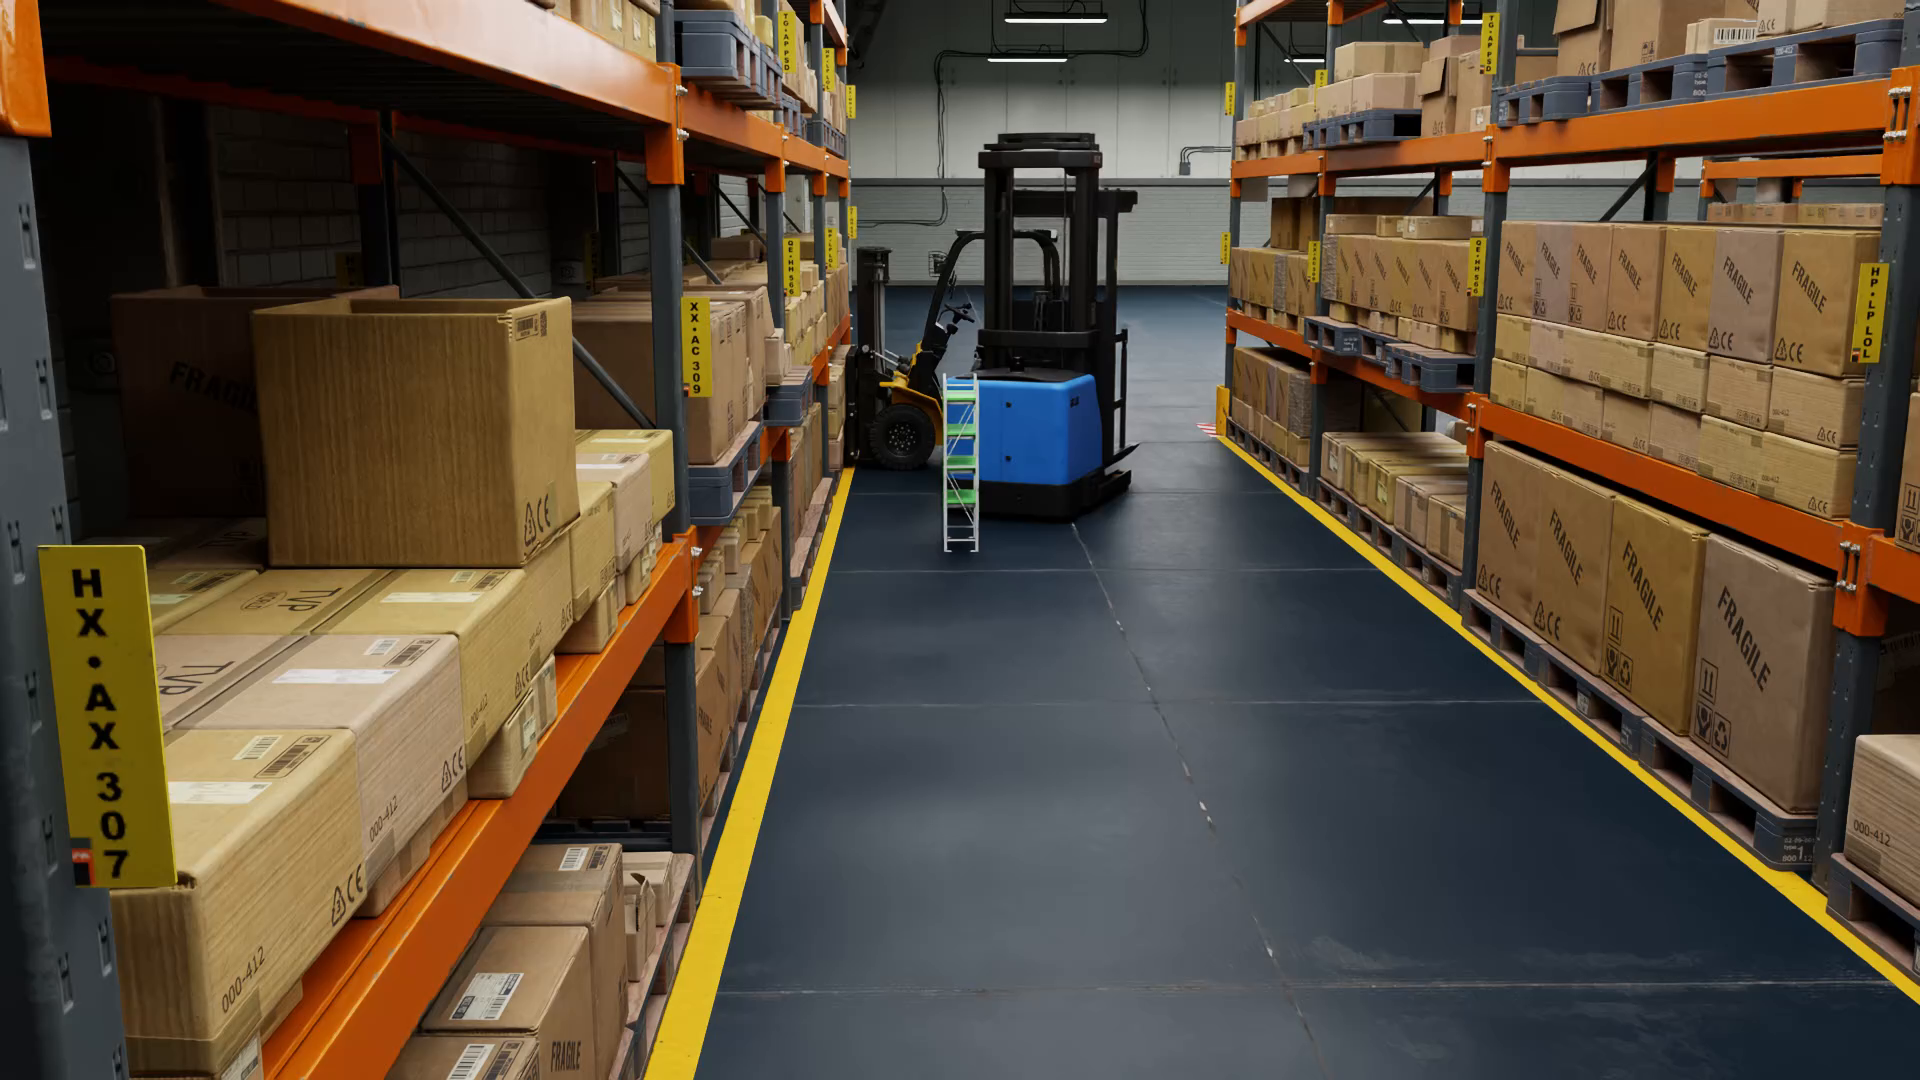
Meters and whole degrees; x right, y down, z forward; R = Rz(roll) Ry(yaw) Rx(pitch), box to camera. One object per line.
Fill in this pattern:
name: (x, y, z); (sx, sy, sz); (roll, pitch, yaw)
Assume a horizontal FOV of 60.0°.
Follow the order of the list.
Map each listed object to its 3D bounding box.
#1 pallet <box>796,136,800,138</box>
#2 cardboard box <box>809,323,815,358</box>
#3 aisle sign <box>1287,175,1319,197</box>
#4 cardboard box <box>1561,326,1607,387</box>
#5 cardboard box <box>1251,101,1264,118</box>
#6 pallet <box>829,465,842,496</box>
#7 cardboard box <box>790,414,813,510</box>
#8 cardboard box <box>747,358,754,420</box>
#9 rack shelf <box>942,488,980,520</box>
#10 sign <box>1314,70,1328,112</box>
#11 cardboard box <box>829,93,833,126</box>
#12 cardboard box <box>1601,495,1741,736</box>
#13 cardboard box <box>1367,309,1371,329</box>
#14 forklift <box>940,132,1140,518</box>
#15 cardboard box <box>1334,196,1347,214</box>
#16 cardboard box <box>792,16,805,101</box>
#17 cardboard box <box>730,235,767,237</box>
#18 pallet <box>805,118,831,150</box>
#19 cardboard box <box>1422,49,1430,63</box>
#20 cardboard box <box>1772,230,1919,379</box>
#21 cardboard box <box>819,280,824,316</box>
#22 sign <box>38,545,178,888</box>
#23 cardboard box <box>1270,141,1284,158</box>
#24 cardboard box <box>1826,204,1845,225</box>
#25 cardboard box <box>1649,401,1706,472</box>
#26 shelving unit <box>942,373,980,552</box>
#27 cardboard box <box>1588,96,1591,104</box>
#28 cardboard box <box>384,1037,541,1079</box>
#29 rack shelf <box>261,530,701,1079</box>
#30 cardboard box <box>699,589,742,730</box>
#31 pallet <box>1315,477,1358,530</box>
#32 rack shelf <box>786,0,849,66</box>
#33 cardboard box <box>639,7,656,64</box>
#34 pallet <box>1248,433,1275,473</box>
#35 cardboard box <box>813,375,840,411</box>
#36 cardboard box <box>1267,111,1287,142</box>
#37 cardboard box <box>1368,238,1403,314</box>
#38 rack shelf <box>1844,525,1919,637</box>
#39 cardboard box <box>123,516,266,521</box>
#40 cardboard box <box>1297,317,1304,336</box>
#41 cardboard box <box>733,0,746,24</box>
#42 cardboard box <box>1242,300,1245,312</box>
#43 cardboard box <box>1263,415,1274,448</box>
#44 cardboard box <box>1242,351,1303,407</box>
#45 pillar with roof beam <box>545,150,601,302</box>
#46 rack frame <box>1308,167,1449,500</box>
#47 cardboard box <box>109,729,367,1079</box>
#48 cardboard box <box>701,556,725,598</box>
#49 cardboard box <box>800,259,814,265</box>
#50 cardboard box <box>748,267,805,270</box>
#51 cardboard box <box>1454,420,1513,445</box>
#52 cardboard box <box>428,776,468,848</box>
pallet: (-1.621, -2.733, 10.918); (1.003, 0.211, 1.213); (0, 11, 1)
cardboard box: (-1.307, -1.423, 11.905); (0.500, 0.250, 0.500); (0, 11, -1)
aisle sign: (3.594, -3.898, 17.190); (0.394, 0.787, 0.004); (0, 11, -1)
cardboard box: (3.242, -0.888, 8.012); (0.500, 0.250, 0.500); (0, 11, -1)
cardboard box: (3.004, -4.126, 15.936); (0.380, 0.149, 0.250); (0, 11, -1)
pallet: (-1.549, -0.586, 14.415); (1.003, 0.211, 1.213); (0, 11, -1)
cardboard box: (-1.544, -0.578, 12.281); (0.875, 0.625, 0.625); (0, 11, -2)
cardboard box: (-1.054, -0.622, 6.860); (0.396, 0.266, 0.258); (0, 11, 2)
rack shelf: (0.003, -0.257, 11.838); (0.258, 0.148, 0.480); (0, 11, -1)
sign: (2.846, -3.535, 13.094); (0.100, 0.325, 0.005); (0, 11, -1)
cardboard box: (-1.302, -3.749, 14.482); (0.396, 0.266, 0.258); (-1, 11, -2)
cardboard box: (3.434, 0.308, 7.284); (0.875, 0.875, 0.875); (0, 11, 0)
cardboard box: (3.129, -1.581, 11.881); (0.380, 0.149, 0.250); (0, 11, -1)
forklift: (0.824, -1.855, 13.831); (1.130, 2.935, 3.031); (4, 12, 19)
cardboard box: (3.607, -2.690, 14.260); (0.700, 0.500, 0.500); (0, 11, -1)
cardboard box: (-1.284, -3.120, 10.791); (0.500, 0.500, 0.500); (0, 11, 0)
cardboard box: (-1.945, -2.776, 15.565); (0.380, 0.149, 0.250); (-1, 11, -3)
pallet: (-1.618, -3.390, 13.904); (1.003, 0.211, 1.213); (0, 11, -1)
cardboard box: (3.527, -3.548, 12.522); (0.500, 0.250, 0.500); (0, 11, 0)
cardboard box: (3.293, -0.852, 5.947); (0.500, 0.500, 0.500); (0, 11, 1)
cardboard box: (-1.309, -1.869, 12.847); (0.500, 0.250, 0.500); (0, 11, -2)
sign: (-0.784, 0.165, 1.525); (0.100, 0.325, 0.005); (0, 11, -1)
cardboard box: (3.064, -3.581, 15.253); (0.380, 0.149, 0.250); (-1, 11, -3)
cardboard box: (8.360, -2.749, 14.970); (0.875, 0.550, 0.550); (0, 11, -1)
cardboard box: (3.291, -0.441, 7.067); (0.500, 0.250, 0.500); (-1, 11, -3)
shelving unit: (0.003, -0.555, 11.778); (0.258, 1.200, 0.503); (0, 11, -1)
cardboard box: (3.629, -2.538, 9.820); (0.396, 0.266, 0.258); (0, 11, -1)
cardboard box: (-1.223, 1.318, 3.247); (0.700, 0.500, 0.500); (0, 11, 1)
rack shelf: (-1.368, 0.546, 3.631); (1.077, 0.370, 4.000); (0, 11, -1)
cardboard box: (-1.221, 0.513, 7.215); (0.500, 0.500, 0.500); (-1, 11, -3)
pallet: (3.406, -0.294, 12.977); (1.003, 0.211, 1.213); (0, 11, -1)
rack shelf: (-1.616, -4.583, 14.833); (1.077, 0.370, 4.000); (0, 11, -1)
cardboard box: (-1.106, -1.481, 4.900); (0.380, 0.149, 0.250); (0, 11, -2)
pallet: (3.311, -0.825, 15.595); (1.003, 0.211, 1.213); (0, 11, -1)
cardboard box: (-1.271, -1.240, 13.971); (0.500, 0.250, 0.500); (0, 11, -2)
cardboard box: (3.077, -3.747, 15.069); (0.500, 0.250, 0.500); (0, 11, 0)
cardboard box: (3.140, -1.821, 11.437); (0.500, 0.500, 0.500); (-1, 11, -3)
rack shelf: (3.595, 0.525, 3.736); (1.077, 0.370, 4.000); (0, 11, -1)
cardboard box: (-1.643, 0.026, 4.017); (0.500, 0.250, 0.500); (0, 11, 0)
cardboard box: (3.065, -1.804, 14.040); (0.380, 0.149, 0.250); (0, 11, 0)
cardboard box: (-1.011, -2.019, 6.245); (0.380, 0.149, 0.250); (0, 11, 0)
cardboard box: (3.105, -2.419, 17.070); (0.380, 0.149, 0.250); (0, 11, -1)
cardboard box: (3.080, -0.997, 15.288); (0.500, 0.250, 0.500); (0, 11, 0)
cardboard box: (3.062, -1.566, 16.207); (0.500, 0.500, 0.500); (-1, 11, -3)
pillar with roof beam: (1.884, -4.212, 10.189); (9.100, 9.000, 0.400); (0, 11, -1)
rack frame: (3.388, -1.815, 13.462); (1.000, 3.000, 0.127); (0, 11, -1)
cardboard box: (-1.067, 0.428, 2.036); (0.500, 0.250, 0.500); (0, 11, -1)
cardboard box: (-1.240, 0.166, 7.297); (0.380, 0.149, 0.250); (0, 11, 1)
cardboard box: (-1.318, -2.225, 13.601); (0.380, 0.149, 0.250); (0, 11, -2)
cardboard box: (-1.289, -1.840, 11.702); (0.380, 0.149, 0.250); (0, 11, -1)
cardboard box: (4.726, -0.810, 14.788); (0.500, 0.500, 0.500); (9, 15, 38)
cardboard box: (-1.106, 0.442, 2.967); (0.380, 0.149, 0.250); (0, 11, 0)
